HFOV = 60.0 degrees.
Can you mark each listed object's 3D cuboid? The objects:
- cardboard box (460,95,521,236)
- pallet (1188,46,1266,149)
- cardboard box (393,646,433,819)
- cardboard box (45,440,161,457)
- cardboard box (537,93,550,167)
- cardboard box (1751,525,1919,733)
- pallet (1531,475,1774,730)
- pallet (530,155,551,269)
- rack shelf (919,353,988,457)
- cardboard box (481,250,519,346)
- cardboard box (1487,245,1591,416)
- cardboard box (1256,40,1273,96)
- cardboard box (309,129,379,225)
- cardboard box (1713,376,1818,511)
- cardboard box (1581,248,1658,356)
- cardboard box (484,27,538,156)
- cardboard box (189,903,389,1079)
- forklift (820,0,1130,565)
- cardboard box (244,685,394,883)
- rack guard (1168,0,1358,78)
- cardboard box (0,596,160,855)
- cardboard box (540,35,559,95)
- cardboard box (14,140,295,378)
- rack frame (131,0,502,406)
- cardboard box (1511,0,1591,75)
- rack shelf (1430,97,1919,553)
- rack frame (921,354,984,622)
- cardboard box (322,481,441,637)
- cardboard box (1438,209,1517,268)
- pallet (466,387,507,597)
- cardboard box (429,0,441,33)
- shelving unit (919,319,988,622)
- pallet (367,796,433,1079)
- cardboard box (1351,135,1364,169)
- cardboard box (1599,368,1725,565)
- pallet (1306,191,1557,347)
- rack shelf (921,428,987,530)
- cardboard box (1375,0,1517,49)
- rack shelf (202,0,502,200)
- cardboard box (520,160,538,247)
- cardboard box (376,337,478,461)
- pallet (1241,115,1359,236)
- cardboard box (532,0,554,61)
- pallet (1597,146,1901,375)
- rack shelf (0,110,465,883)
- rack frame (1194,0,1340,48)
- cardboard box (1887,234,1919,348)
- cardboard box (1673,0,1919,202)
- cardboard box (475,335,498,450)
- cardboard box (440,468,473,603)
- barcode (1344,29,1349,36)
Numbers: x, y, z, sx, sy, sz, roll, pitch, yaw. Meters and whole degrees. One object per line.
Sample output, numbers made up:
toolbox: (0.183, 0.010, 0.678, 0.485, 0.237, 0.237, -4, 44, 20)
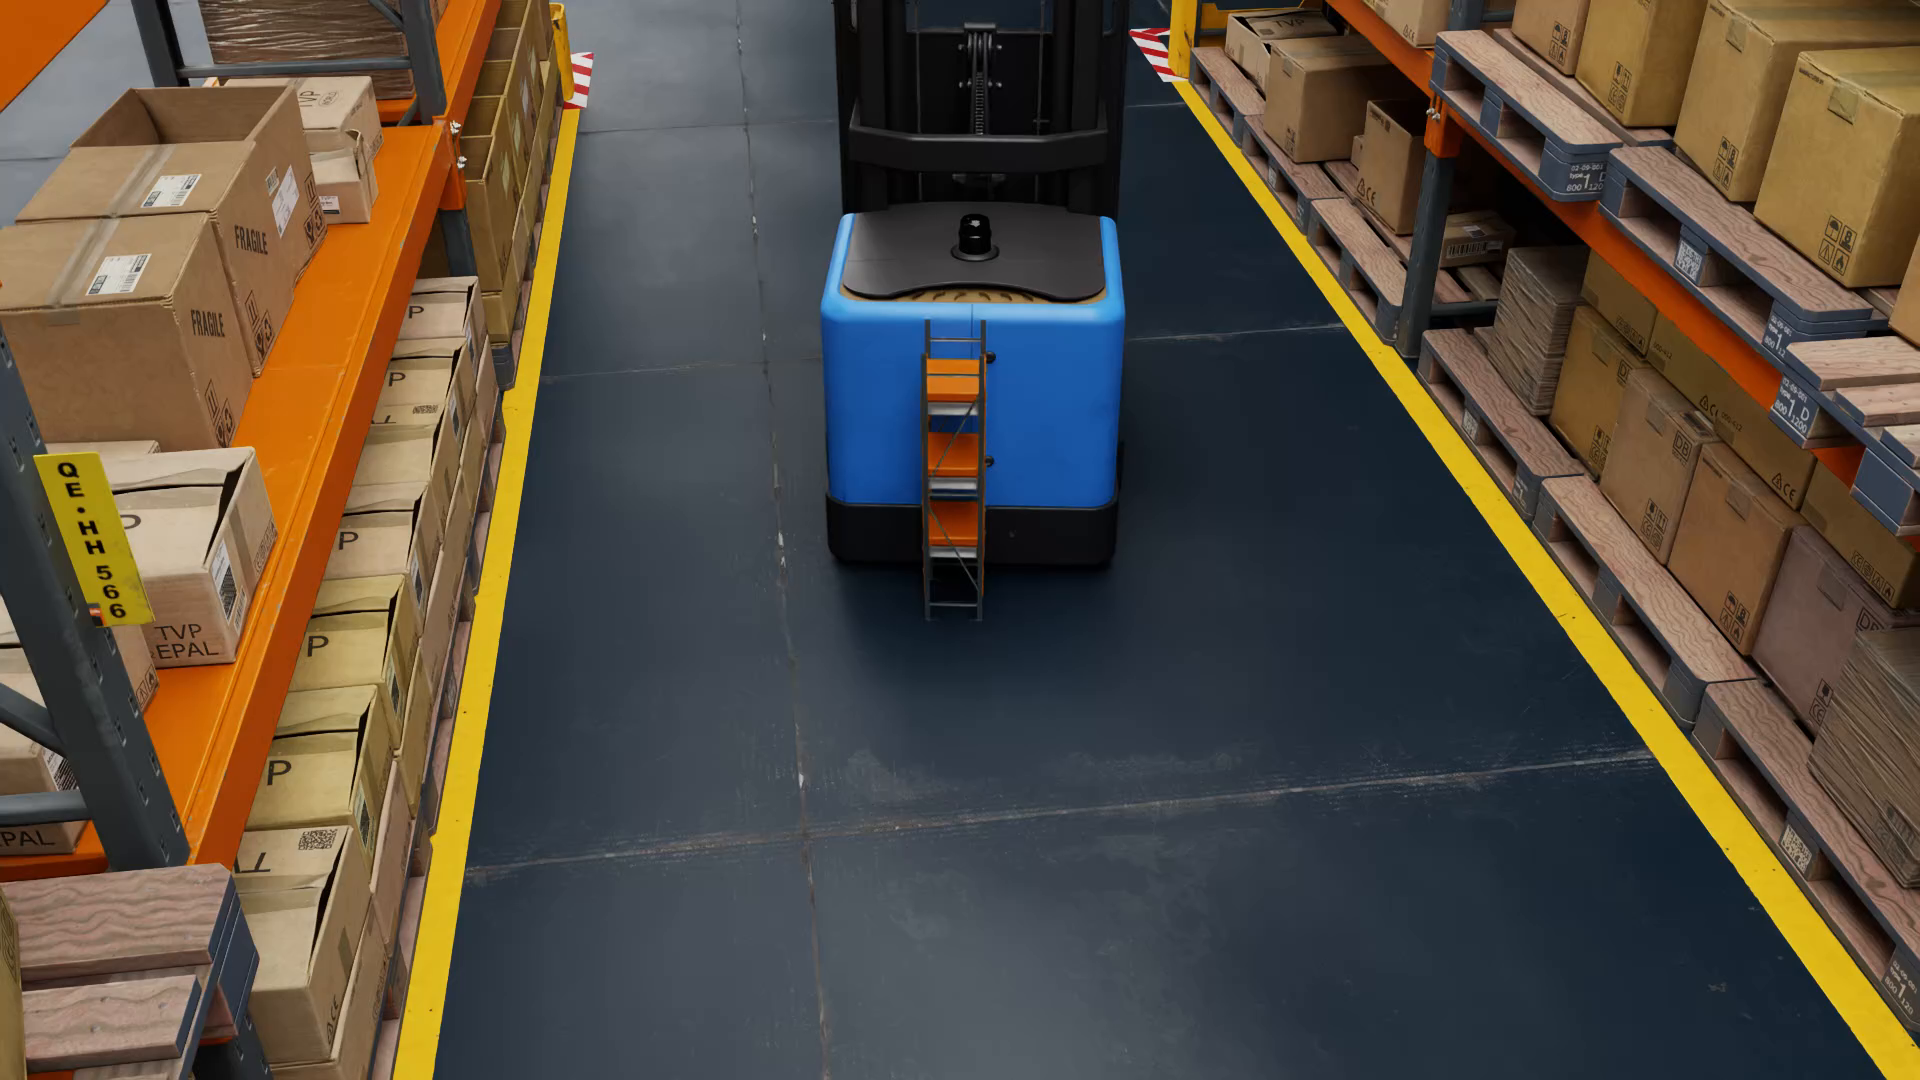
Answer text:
cardboard box: (-2.267, -1.644, 7.402, 0.500, 0.500, 0.500, -4, 35, -6)
pallet: (2.015, -2.695, 10.017, 1.003, 0.211, 1.213, -4, 35, -6)
cardboard box: (-1.826, 0.574, 4.813, 0.500, 0.250, 0.500, -5, 35, -8)
cardboard box: (-2.129, -0.108, 3.968, 0.380, 0.149, 0.250, -2, 34, -3)
cardboard box: (-2.465, -2.172, 8.842, 0.500, 0.250, 0.500, -4, 35, -6)
cardboard box: (2.903, 0.276, 5.011, 0.700, 0.500, 0.500, -4, 35, -6)
pallet: (2.742, 0.155, 5.835, 1.003, 0.211, 1.213, -4, 35, -6)
pallet: (-2.673, -1.713, 8.577, 1.003, 0.211, 1.213, -4, 35, -6)
rack shelf: (-0.019, -0.444, 5.484, 0.215, 0.259, 0.240, 1, 34, 2)
cardboard box: (-2.202, -1.055, 7.204, 0.500, 0.250, 0.500, -4, 35, -6)
cardboard box: (2.584, -0.853, 6.667, 0.700, 0.500, 0.500, -3, 34, -5)
cardboard box: (2.011, -2.705, 9.553, 0.500, 0.311, 0.500, -2, 34, -2)
cardboard box: (-2.140, -1.204, 5.473, 0.396, 0.266, 0.258, -5, 35, -8)
cardboard box: (2.769, -0.347, 5.259, 0.500, 0.250, 0.500, -5, 35, -7)
cardboard box: (2.646, -0.917, 6.096, 0.500, 0.250, 0.500, -5, 35, -7)
cardboard box: (-2.396, -2.203, 8.222, 0.500, 0.500, 0.500, -4, 35, -6)
cardboard box: (-1.682, 1.144, 3.976, 0.500, 0.250, 0.500, -4, 35, -7)
forklift: (0.088, -1.920, 6.465, 1.130, 2.935, 3.031, 1, 34, 2)
cardboard box: (-1.761, 0.620, 4.248, 0.500, 0.311, 0.500, -5, 35, -8)
rack guard: (1.940, -3.270, 10.605, 1.175, 0.500, 0.348, -4, 35, -6)
cardboard box: (-1.908, 0.326, 3.187, 0.500, 0.311, 0.500, -2, 34, -3)
cardboard box: (-2.613, -2.729, 9.659, 0.500, 0.250, 0.500, -4, 35, -6)
cardboard box: (-2.215, -0.774, 4.634, 0.500, 0.500, 0.500, -4, 35, -6)
rack frame: (-2.440, -1.736, 6.134, 1.000, 3.000, 0.127, -4, 35, -6)
cardboard box: (2.503, -2.050, 6.115, 0.700, 0.500, 0.500, -4, 35, -6)
rack shelf: (2.737, -0.700, 5.253, 1.077, 0.370, 4.000, -4, 35, -6)
rack frame: (-0.023, -0.149, 5.537, 0.200, 1.050, 0.008, 1, 34, 2)
cardboard box: (-1.897, 0.048, 5.086, 0.500, 0.311, 0.500, -5, 35, -7)
cardboard box: (2.366, -1.421, 7.797, 0.380, 0.166, 0.250, -9, 35, -13)
pallet: (-2.302, -0.176, 6.321, 1.003, 0.211, 1.213, -4, 35, -6)
cardboard box: (-2.583, -2.319, 6.900, 0.700, 0.500, 0.500, -5, 35, -7)
shelving unit: (-0.019, -0.218, 5.638, 0.215, 1.050, 0.252, 1, 34, 2)
pallet: (-1.974, 1.186, 4.323, 1.003, 0.211, 1.213, -4, 35, -6)
cardboard box: (2.273, -2.011, 8.679, 0.380, 0.149, 0.250, -7, 35, -10)
cardboard box: (2.731, -0.281, 5.827, 0.700, 0.500, 0.500, -4, 34, -6)
pallet: (2.343, -1.333, 8.019, 1.003, 0.211, 1.213, -4, 35, -6)
rack shelf: (-0.019, -0.209, 5.644, 0.215, 0.259, 0.240, 1, 34, 2)
cardboard box: (2.104, -2.301, 7.079, 0.500, 0.250, 0.500, -4, 35, -6)
rack shelf: (-2.709, -2.555, 7.975, 1.077, 0.370, 4.000, -4, 35, -6)
cardboard box: (-2.326, -1.614, 8.024, 0.500, 0.250, 0.500, -4, 35, -6)
cardboard box: (-2.025, -0.511, 5.907, 0.500, 0.311, 0.500, -3, 34, -5)
pallet: (2.175, -2.016, 9.020, 1.003, 0.211, 1.213, -4, 35, -6)
cardboard box: (-2.611, -3.039, 9.448, 0.500, 0.500, 0.500, -4, 35, -6)
pallet: (2.699, -0.904, 5.083, 1.003, 0.211, 1.213, -4, 35, -6)
rack shelf: (-2.171, -0.323, 4.699, 1.077, 0.370, 4.000, -4, 35, -6)
rack frame: (1.930, -4.346, 9.963, 1.000, 3.000, 0.127, -4, 35, -6)
cardboard box: (2.831, -0.676, 4.099, 0.700, 0.500, 0.500, -8, 35, -11)
cardboard box: (2.690, -1.373, 5.121, 0.700, 0.500, 0.500, 0, 34, 0)
cardboard box: (-2.097, -0.564, 6.483, 0.500, 0.250, 0.500, -5, 35, -7)
cardboard box: (-1.962, 0.004, 5.650, 0.500, 0.250, 0.500, -4, 34, -5)
barcode: (2.333, -3.047, 10.047, 0.001, 0.075, 0.075, -4, 35, -6)
